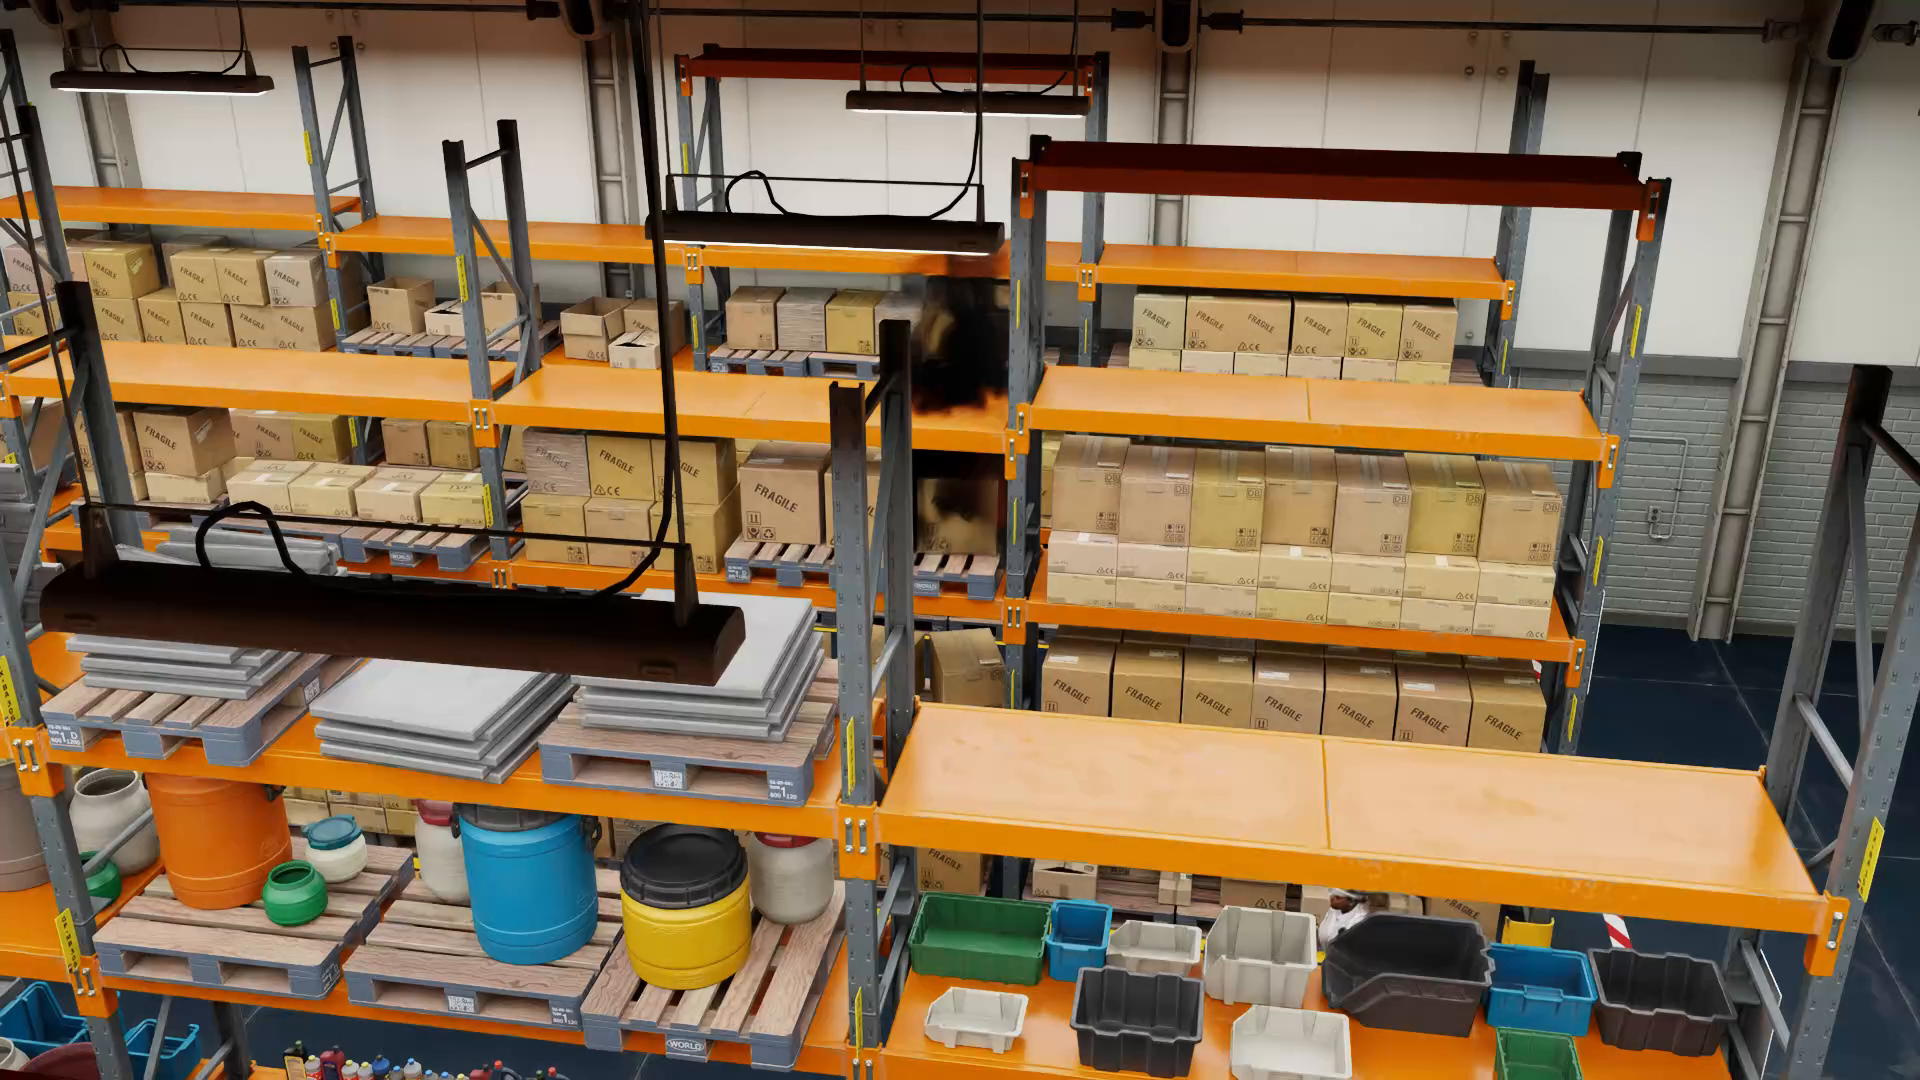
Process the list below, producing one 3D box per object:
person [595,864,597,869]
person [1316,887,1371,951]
[{"bbox_3d":[-2.634,2.817,11.714,0.732,1.625,0.541,3,23,7],"label":"person"},{"bbox_3d":[2.659,2.980,11.218,0.880,1.730,0.531,-2,23,-4],"label":"person"}]
